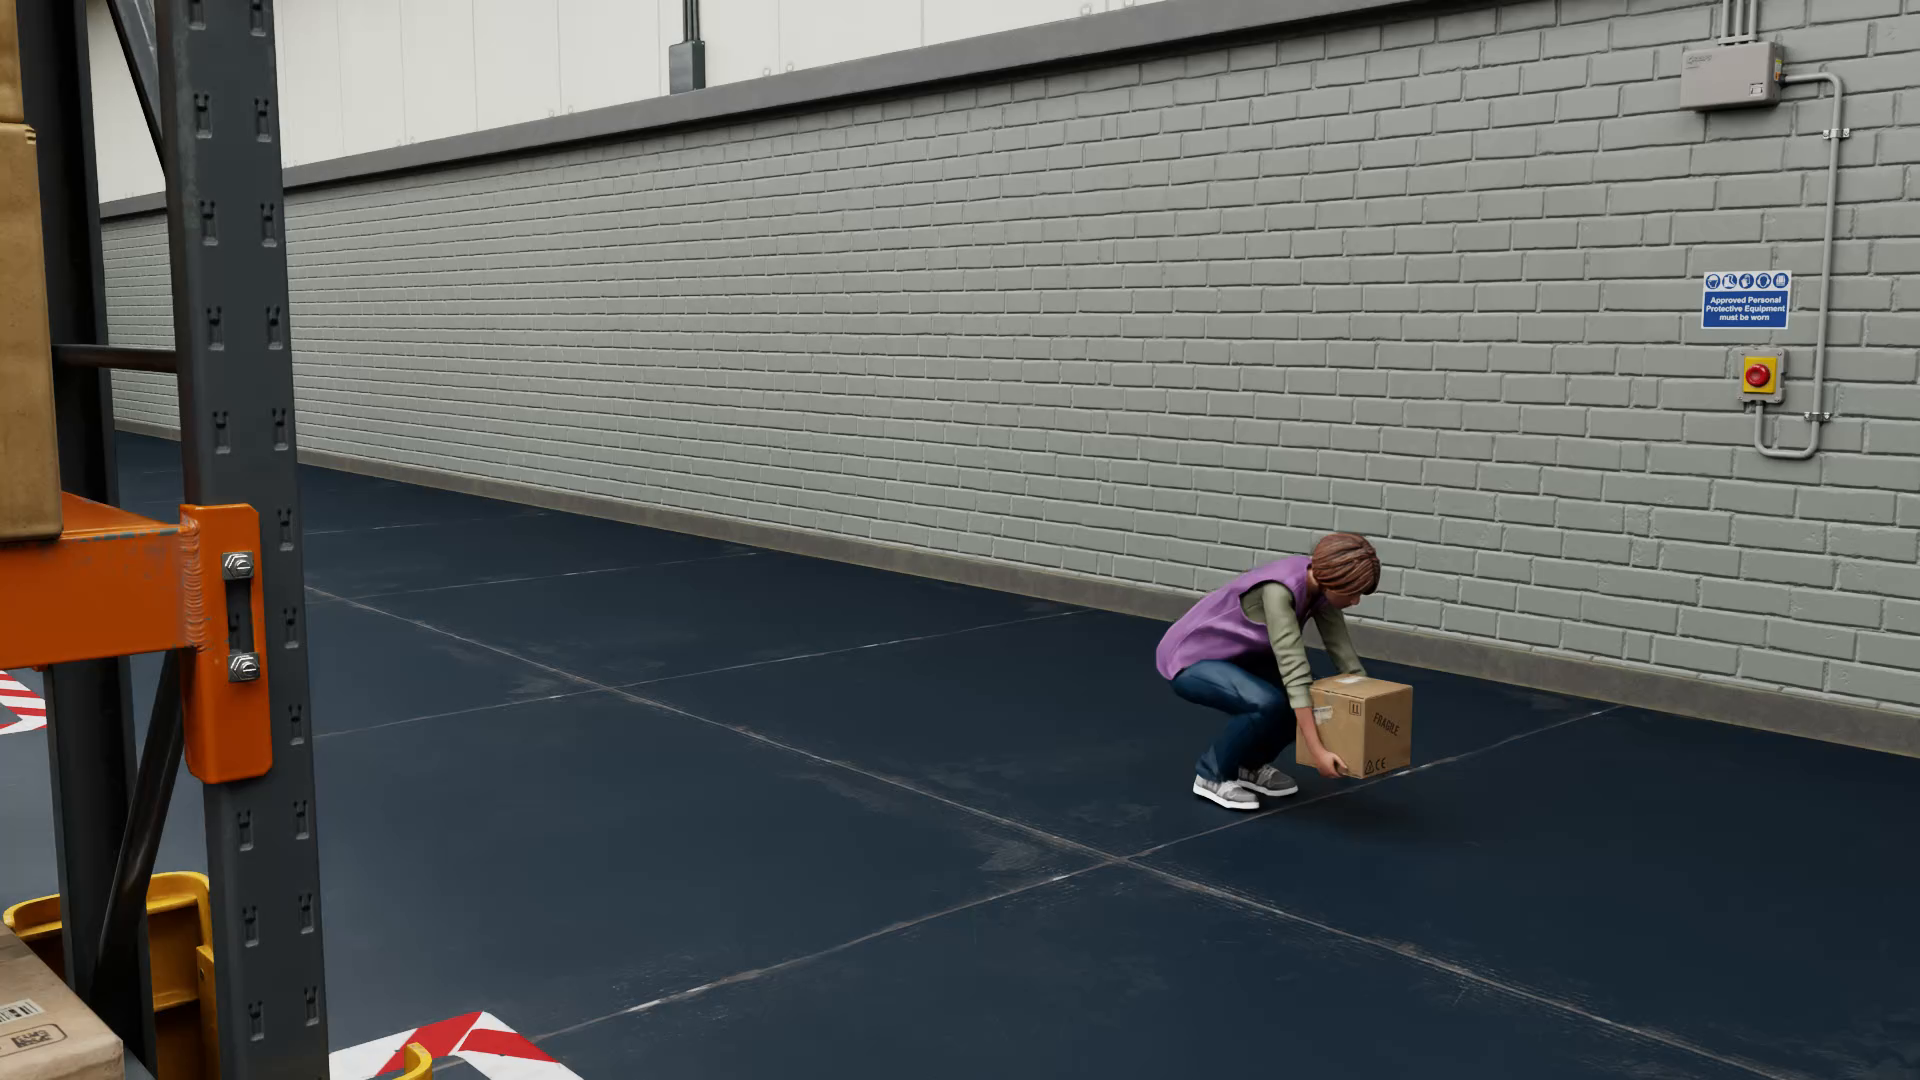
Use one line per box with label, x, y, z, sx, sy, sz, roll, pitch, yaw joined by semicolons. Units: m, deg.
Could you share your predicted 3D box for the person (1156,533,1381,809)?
person;1.006;0.419;5.362;0.418;0.901;0.811;-7;10;-42
